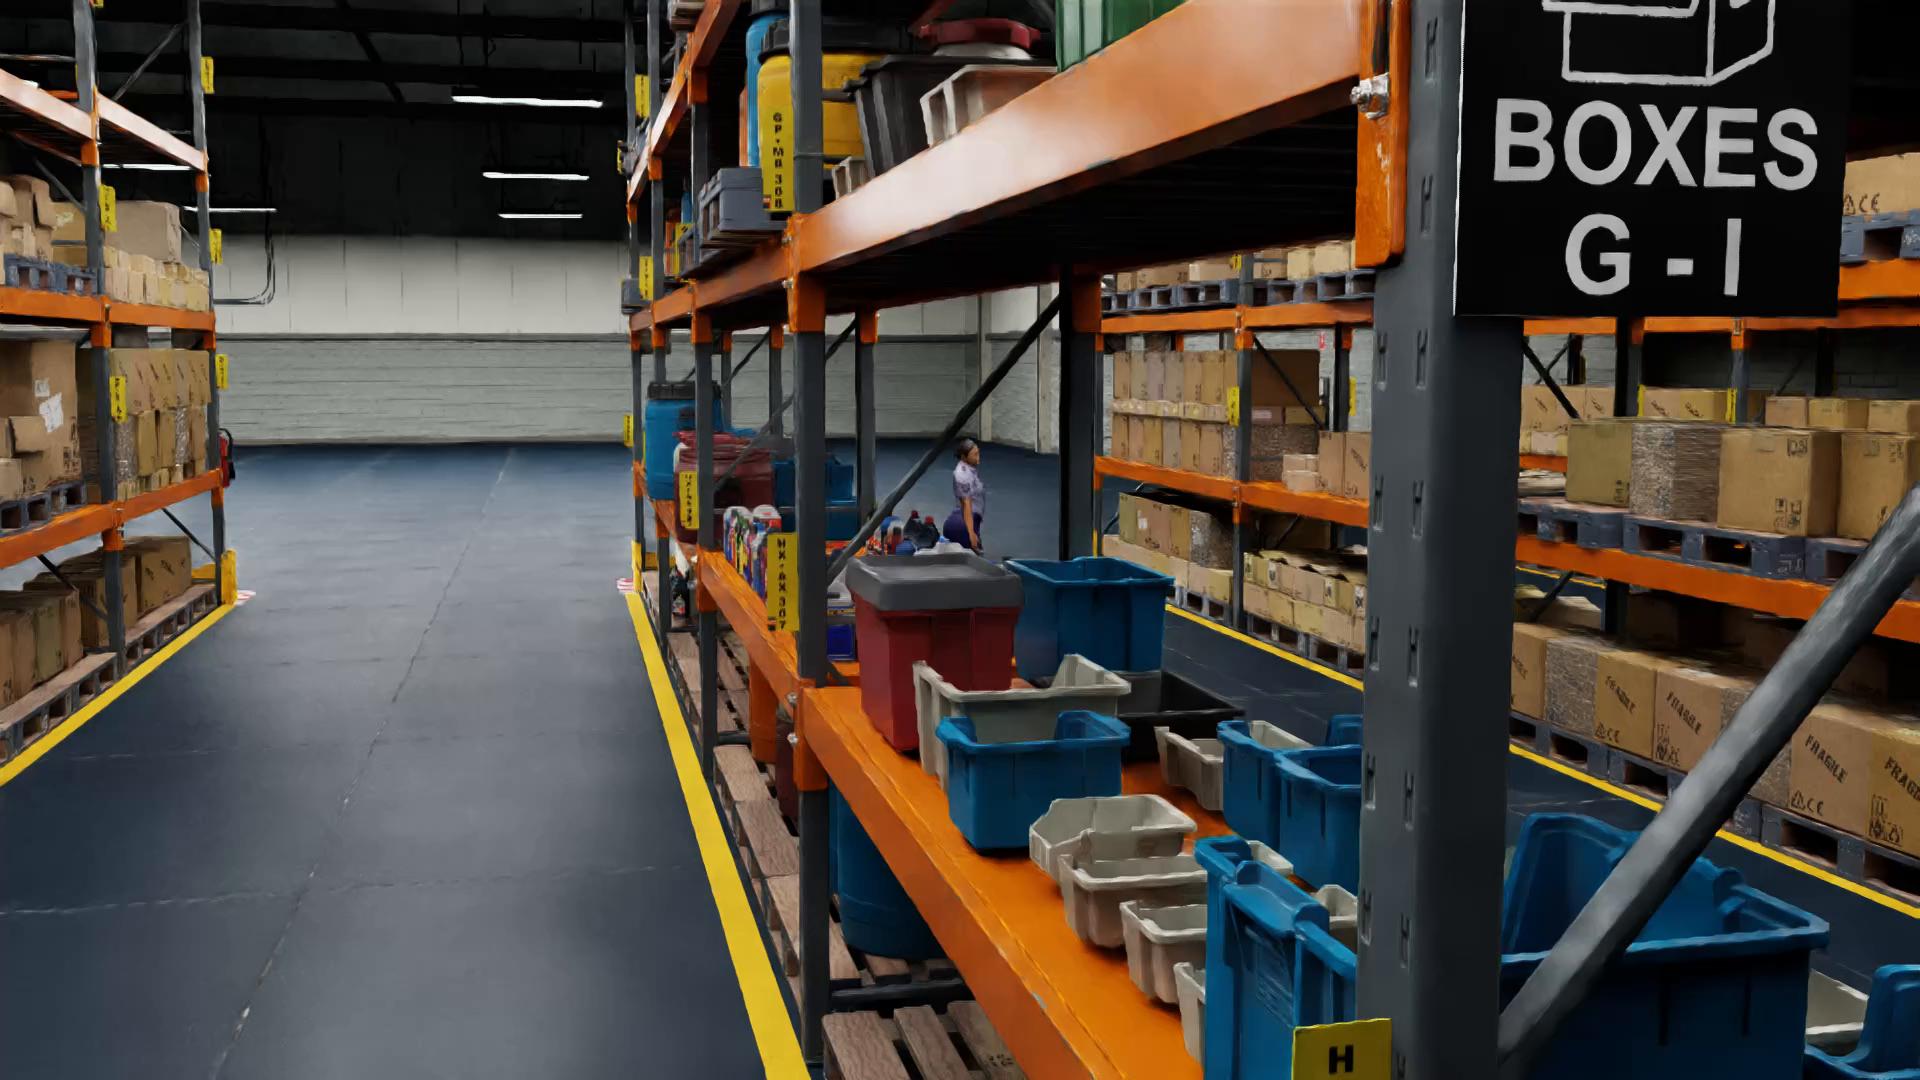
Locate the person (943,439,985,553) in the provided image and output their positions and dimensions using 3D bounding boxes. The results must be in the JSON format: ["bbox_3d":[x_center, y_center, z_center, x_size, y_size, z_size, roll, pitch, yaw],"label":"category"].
[{"bbox_3d":[0.068,-0.064,14.699,0.485,1.658,0.559,-1,6,-5],"label":"person"}]
